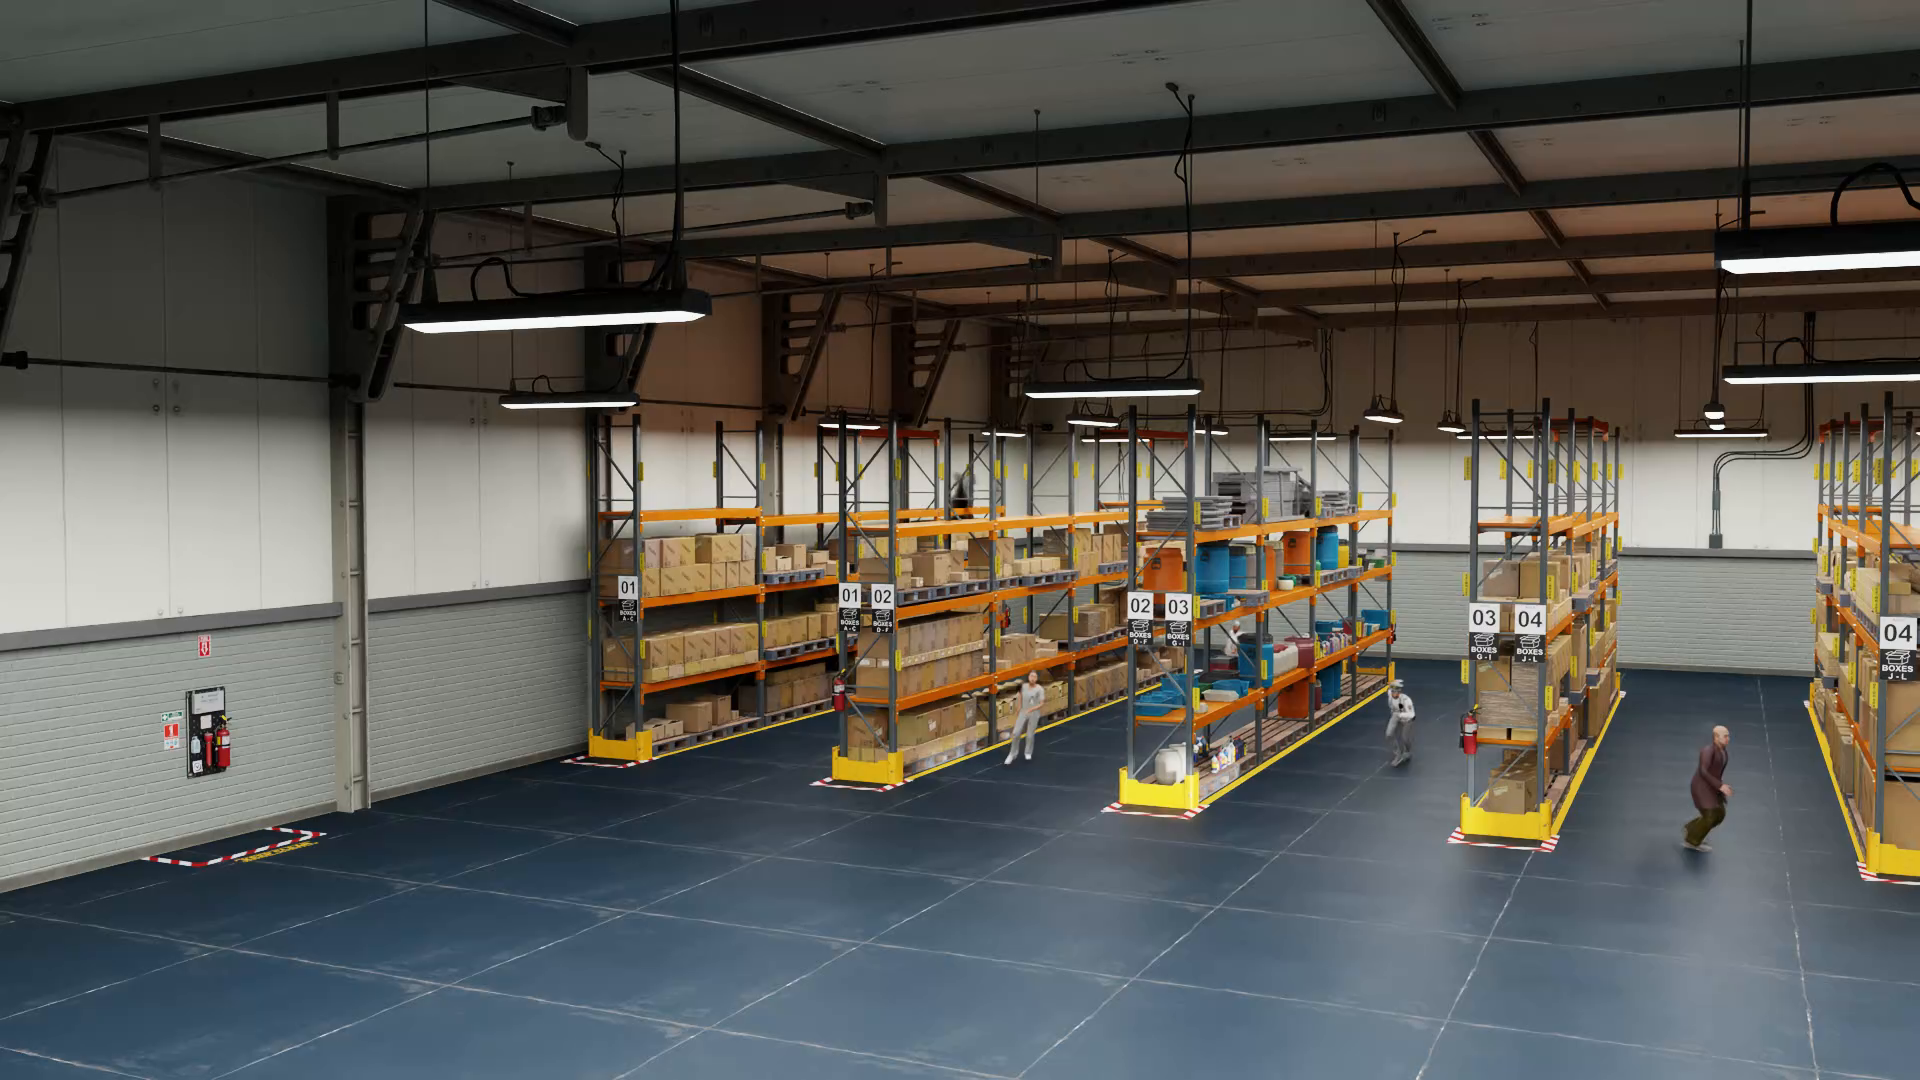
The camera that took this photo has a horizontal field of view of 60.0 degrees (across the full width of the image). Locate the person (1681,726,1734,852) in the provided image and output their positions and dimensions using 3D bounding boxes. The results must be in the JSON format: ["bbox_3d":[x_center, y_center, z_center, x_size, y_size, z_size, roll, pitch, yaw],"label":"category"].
[{"bbox_3d":[9.777,3.261,21.792,0.693,1.699,0.786,-2,3,-40],"label":"person"}]

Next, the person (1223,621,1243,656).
[{"bbox_3d":[6.251,2.641,37.640,0.630,1.639,0.907,2,3,35],"label":"person"}]

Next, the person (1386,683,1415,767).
[{"bbox_3d":[7.580,3.127,28.433,0.596,1.454,1.097,2,3,37],"label":"person"}]

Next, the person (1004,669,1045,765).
[{"bbox_3d":[1.147,3.001,28.331,0.661,1.615,0.769,1,2,19],"label":"person"}]
